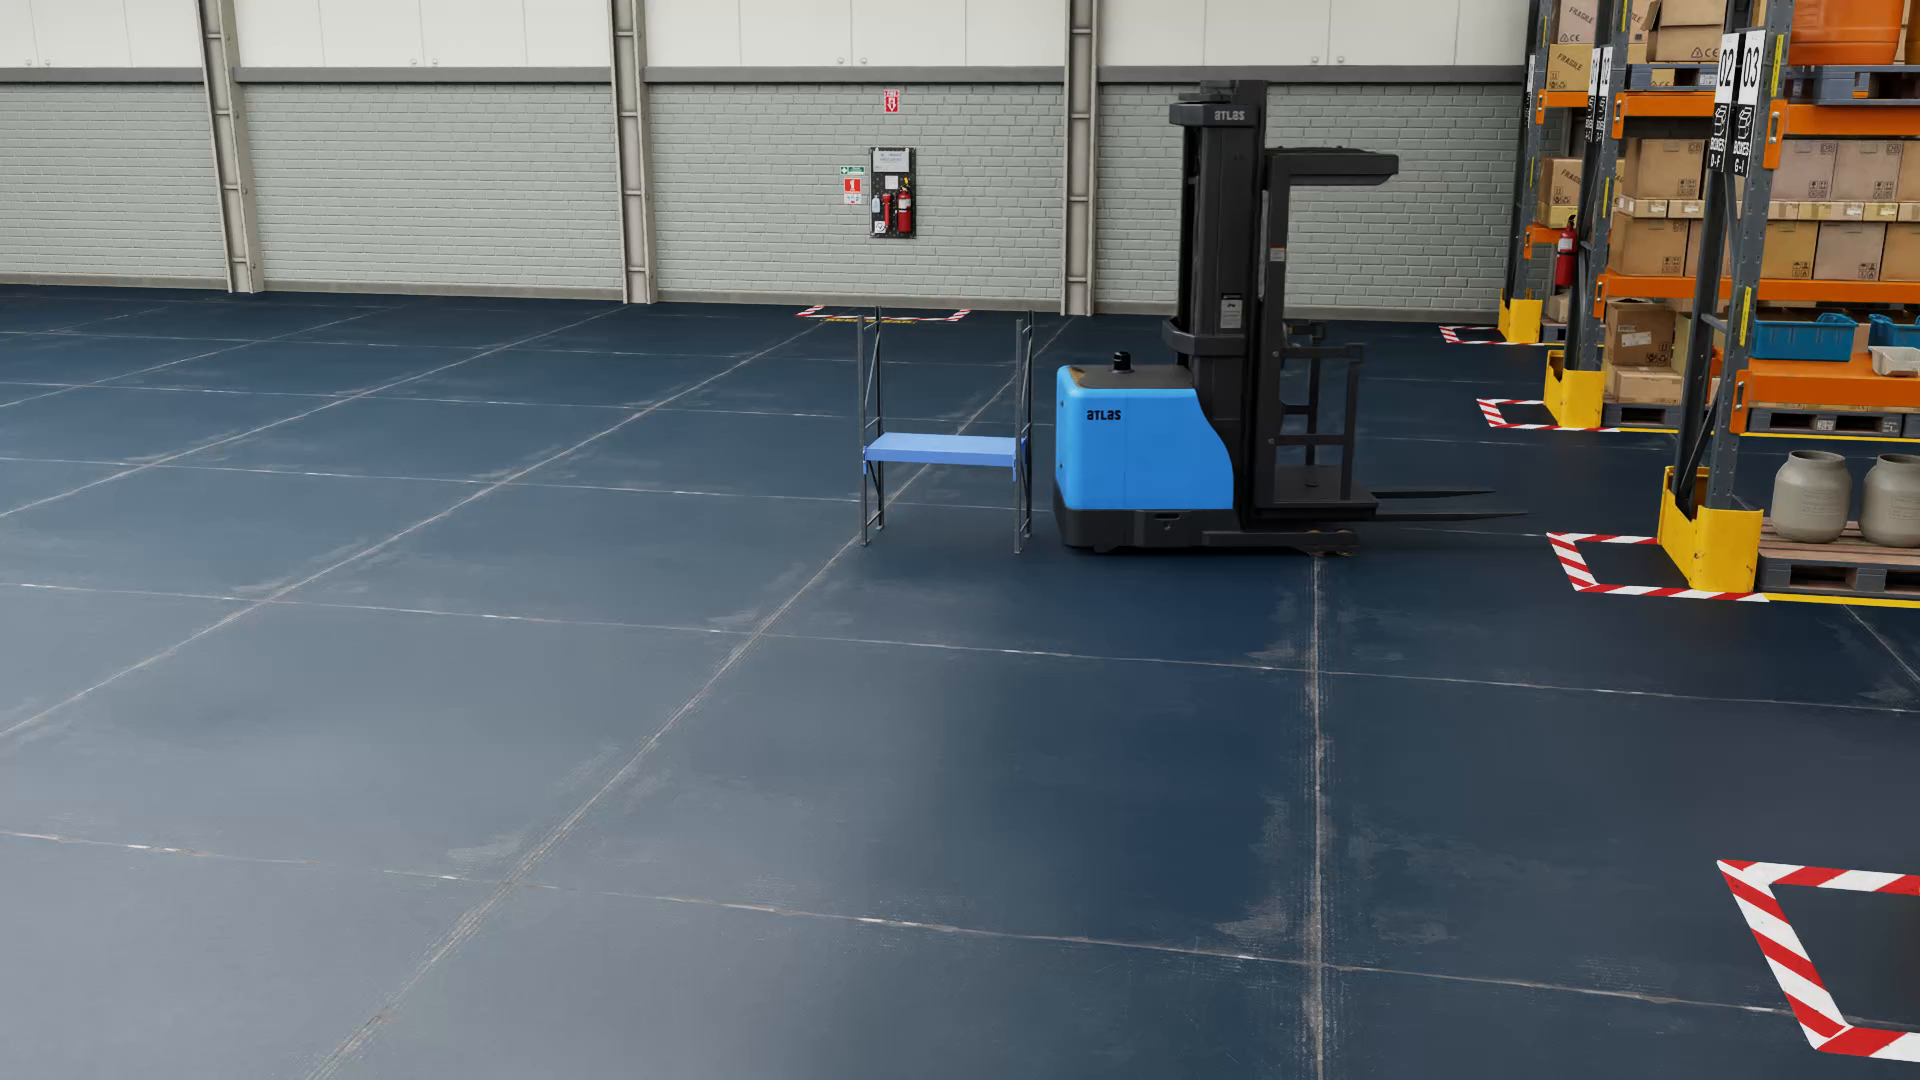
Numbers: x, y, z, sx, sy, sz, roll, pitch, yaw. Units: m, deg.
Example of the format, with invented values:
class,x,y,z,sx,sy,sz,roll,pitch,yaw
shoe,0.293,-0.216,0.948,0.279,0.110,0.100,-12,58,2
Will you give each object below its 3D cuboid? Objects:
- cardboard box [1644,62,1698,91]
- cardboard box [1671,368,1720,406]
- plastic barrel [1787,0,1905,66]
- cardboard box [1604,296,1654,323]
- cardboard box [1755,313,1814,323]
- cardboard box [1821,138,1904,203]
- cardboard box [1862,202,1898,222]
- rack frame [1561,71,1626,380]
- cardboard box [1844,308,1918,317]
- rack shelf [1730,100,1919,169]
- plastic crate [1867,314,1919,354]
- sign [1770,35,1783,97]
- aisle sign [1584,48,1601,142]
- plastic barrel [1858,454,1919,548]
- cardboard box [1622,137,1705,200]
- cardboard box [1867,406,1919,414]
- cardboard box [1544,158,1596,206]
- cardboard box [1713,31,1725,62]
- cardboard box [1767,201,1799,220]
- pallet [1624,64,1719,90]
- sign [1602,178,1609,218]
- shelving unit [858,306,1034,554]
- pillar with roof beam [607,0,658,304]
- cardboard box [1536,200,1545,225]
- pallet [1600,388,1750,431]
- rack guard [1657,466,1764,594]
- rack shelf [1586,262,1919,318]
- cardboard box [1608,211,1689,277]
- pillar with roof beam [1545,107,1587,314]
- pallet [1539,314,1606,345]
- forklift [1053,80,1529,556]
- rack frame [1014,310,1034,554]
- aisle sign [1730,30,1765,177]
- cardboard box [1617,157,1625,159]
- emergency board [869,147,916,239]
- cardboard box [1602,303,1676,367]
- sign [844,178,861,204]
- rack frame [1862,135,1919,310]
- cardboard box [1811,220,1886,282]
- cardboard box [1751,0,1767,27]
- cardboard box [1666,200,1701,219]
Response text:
class,x,y,z,sx,sy,sz,roll,pitch,yaw
cardboard box,7.849,-5.226,18.396,0.500,0.500,0.500,4,16,14
cardboard box,6.531,-1.339,14.572,0.500,0.250,0.500,3,16,11
plastic barrel,5.070,-3.141,9.502,0.708,0.830,0.600,3,16,11
cardboard box,7.761,-2.696,19.318,0.500,0.311,0.500,4,16,16
cardboard box,7.023,-1.677,14.386,0.500,0.500,0.500,3,16,11
cardboard box,7.567,-3.137,14.080,0.500,0.500,0.700,3,16,11
cardboard box,7.665,-2.762,13.942,0.250,0.149,0.380,4,16,13
rack frame,5.559,-2.574,14.667,0.127,3.000,1.000,3,16,11
cardboard box,8.107,-1.760,14.686,0.500,0.500,0.500,3,16,11
rack shelf,6.528,-2.271,9.301,4.000,0.370,1.077,3,16,11
plastic crate,5.754,-1.223,10.066,0.408,0.251,0.499,3,16,11
sign,4.455,-2.585,9.069,0.005,0.325,0.100,3,16,11
aisle sign,5.553,-3.907,14.610,0.004,0.787,0.394,3,16,11
plastic barrel,5.720,-0.241,10.115,0.421,0.512,0.421,0,15,0
cardboard box,6.066,-3.217,14.368,0.500,0.500,0.700,3,16,11
cardboard box,8.000,-1.258,14.280,0.500,0.250,0.500,3,16,11
cardboard box,6.951,-4.065,18.887,0.500,0.500,0.500,3,16,11
cardboard box,6.740,-4.225,14.239,0.500,0.250,0.500,3,16,11
cardboard box,6.913,-2.803,14.091,0.250,0.149,0.380,3,16,9
pallet,6.247,-3.933,14.118,1.213,0.211,1.003,3,16,11
sign,5.443,-2.885,14.017,0.005,0.325,0.100,3,16,11
shelving unit,-0.084,-0.727,10.808,1.048,1.500,0.538,3,16,11
pillar with roof beam,-5.216,-6.463,17.466,0.400,9.000,9.100,3,16,11
cardboard box,7.039,-3.834,19.456,0.500,0.250,0.500,3,16,12
pallet,6.317,-1.201,14.931,1.213,0.211,1.003,3,16,11
rack guard,4.652,-0.082,10.353,0.348,0.500,1.175,3,16,11
rack shelf,7.519,-2.121,14.378,4.000,0.370,1.077,3,16,11
cardboard box,6.014,-2.594,14.551,0.500,0.500,0.700,3,16,11
pillar with roof beam,6.543,-5.824,15.162,0.400,9.000,9.100,3,16,11
pallet,7.406,-2.470,19.514,1.213,0.211,1.003,3,16,11
forklift,2.168,-1.450,10.736,3.031,2.935,1.130,0,15,-1
rack frame,0.415,-0.700,10.711,0.032,1.500,0.500,3,16,11
aisle sign,4.439,-2.459,9.380,0.004,0.787,0.394,3,16,11
cardboard box,7.538,-4.170,19.267,0.500,0.500,0.500,3,16,12
emergency board,-0.893,-4.520,21.691,0.643,1.169,0.194,3,16,11
cardboard box,6.144,-1.862,15.055,0.500,0.500,0.500,3,16,11
sign,-1.414,-4.594,21.890,0.234,0.329,0.001,3,16,11
rack frame,10.462,-3.658,18.577,0.127,3.000,1.000,3,16,11
cardboard box,7.532,-2.513,14.257,0.500,0.500,0.700,4,16,13
cardboard box,8.864,-5.650,18.053,0.500,0.500,0.500,3,16,9
cardboard box,6.160,-2.845,14.240,0.250,0.149,0.380,3,16,10
